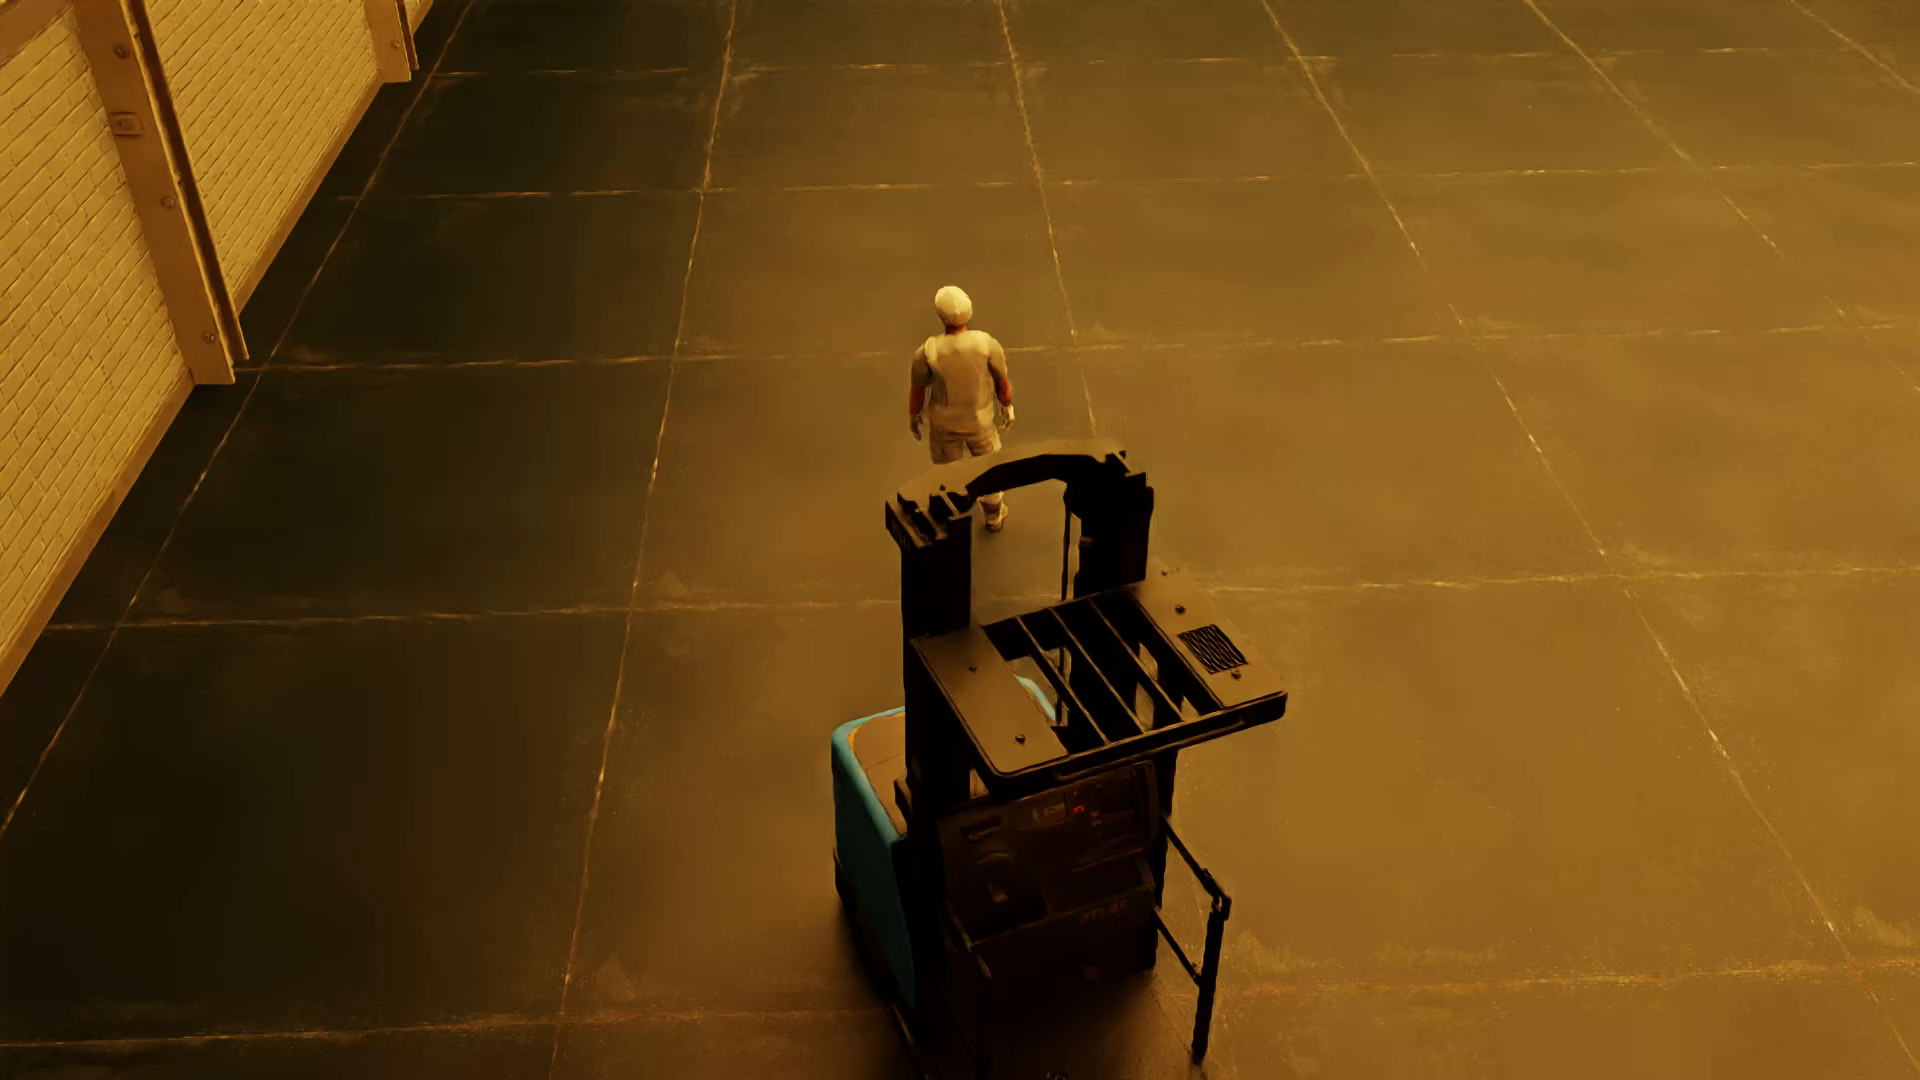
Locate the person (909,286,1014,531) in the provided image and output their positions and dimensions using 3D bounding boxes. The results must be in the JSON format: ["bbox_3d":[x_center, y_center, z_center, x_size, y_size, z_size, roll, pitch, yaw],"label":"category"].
[{"bbox_3d":[0.007,-0.776,10.035,0.637,1.787,0.563,-2,36,-2],"label":"person"}]

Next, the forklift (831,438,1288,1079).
[{"bbox_3d":[0.440,1.213,6.346,1.130,2.935,3.031,-14,38,-18],"label":"forklift"}]
